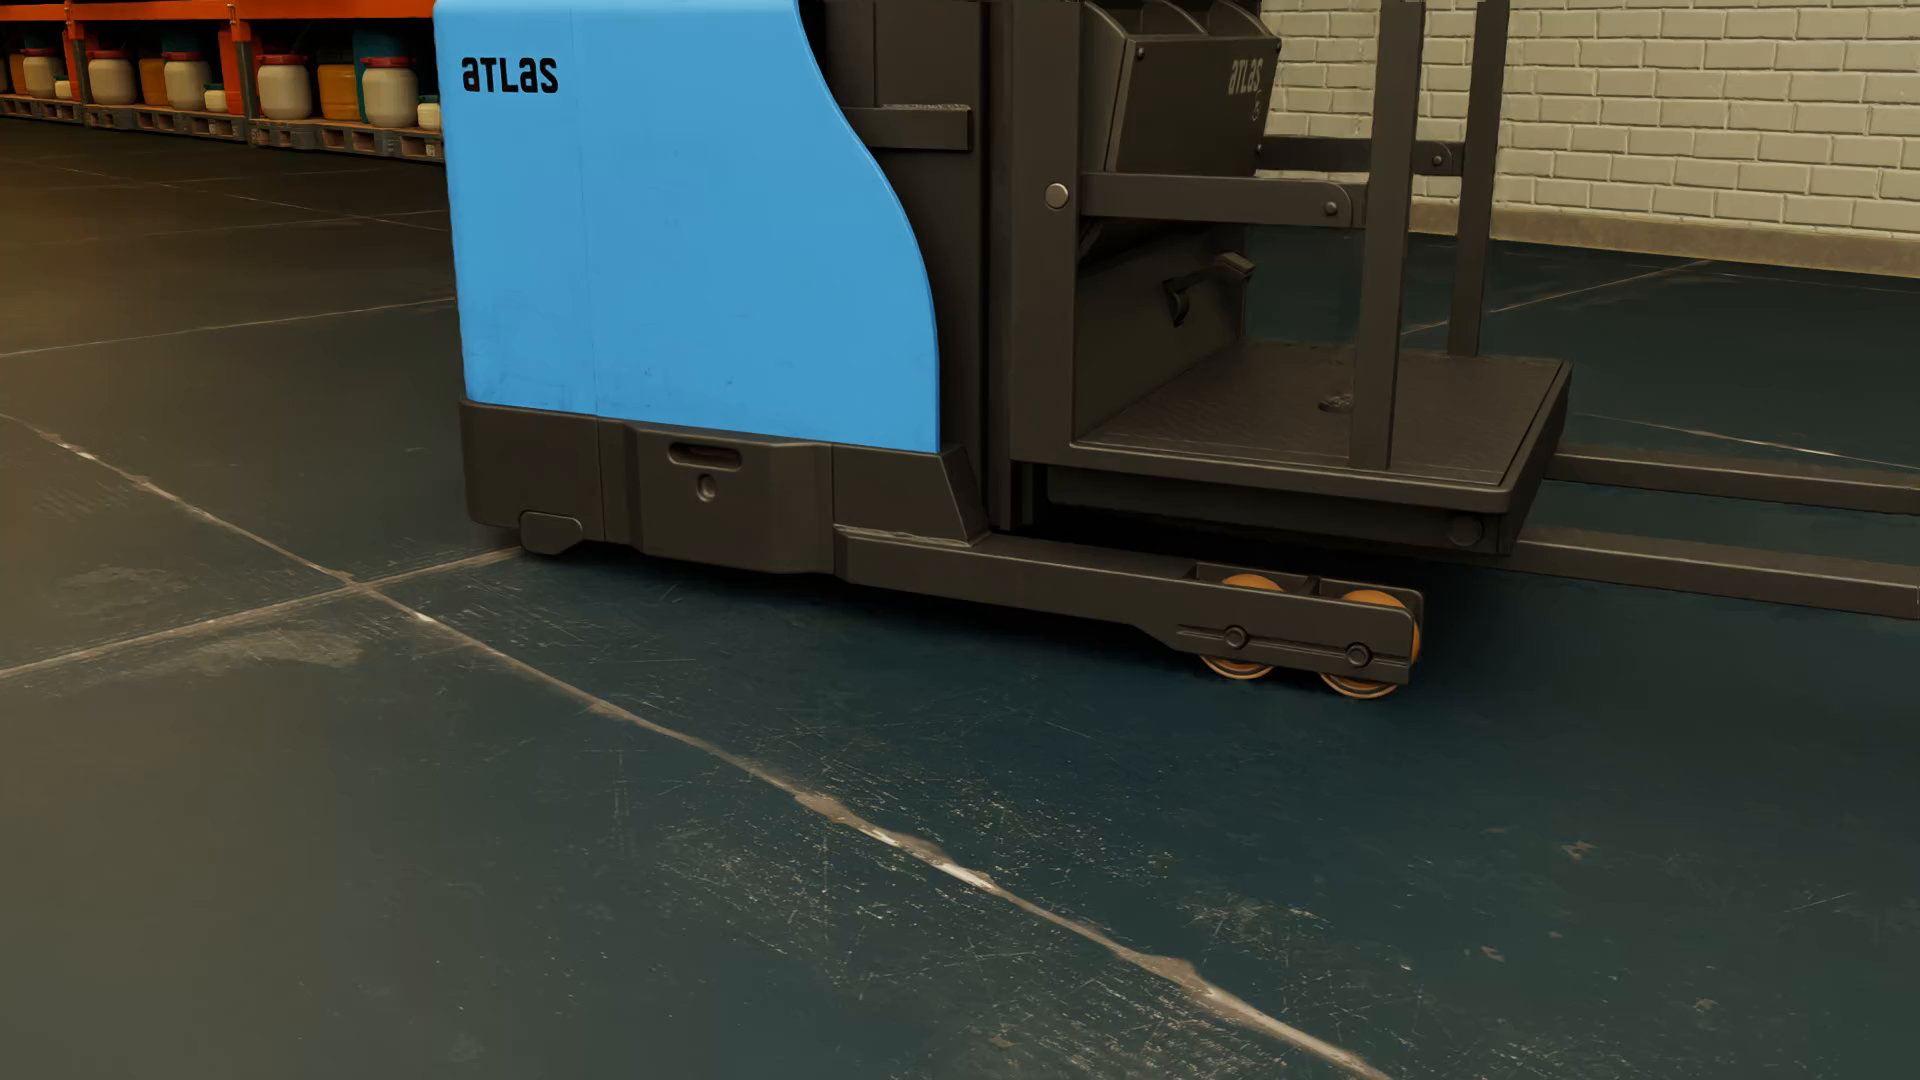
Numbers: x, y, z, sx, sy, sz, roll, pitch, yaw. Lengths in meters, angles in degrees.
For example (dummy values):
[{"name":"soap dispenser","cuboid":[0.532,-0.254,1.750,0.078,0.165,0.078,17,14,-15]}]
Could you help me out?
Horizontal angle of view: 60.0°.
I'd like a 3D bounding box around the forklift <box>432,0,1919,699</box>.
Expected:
[{"name":"forklift","cuboid":[0.581,-1.331,2.738,3.031,2.935,1.130,7,19,23]}]
